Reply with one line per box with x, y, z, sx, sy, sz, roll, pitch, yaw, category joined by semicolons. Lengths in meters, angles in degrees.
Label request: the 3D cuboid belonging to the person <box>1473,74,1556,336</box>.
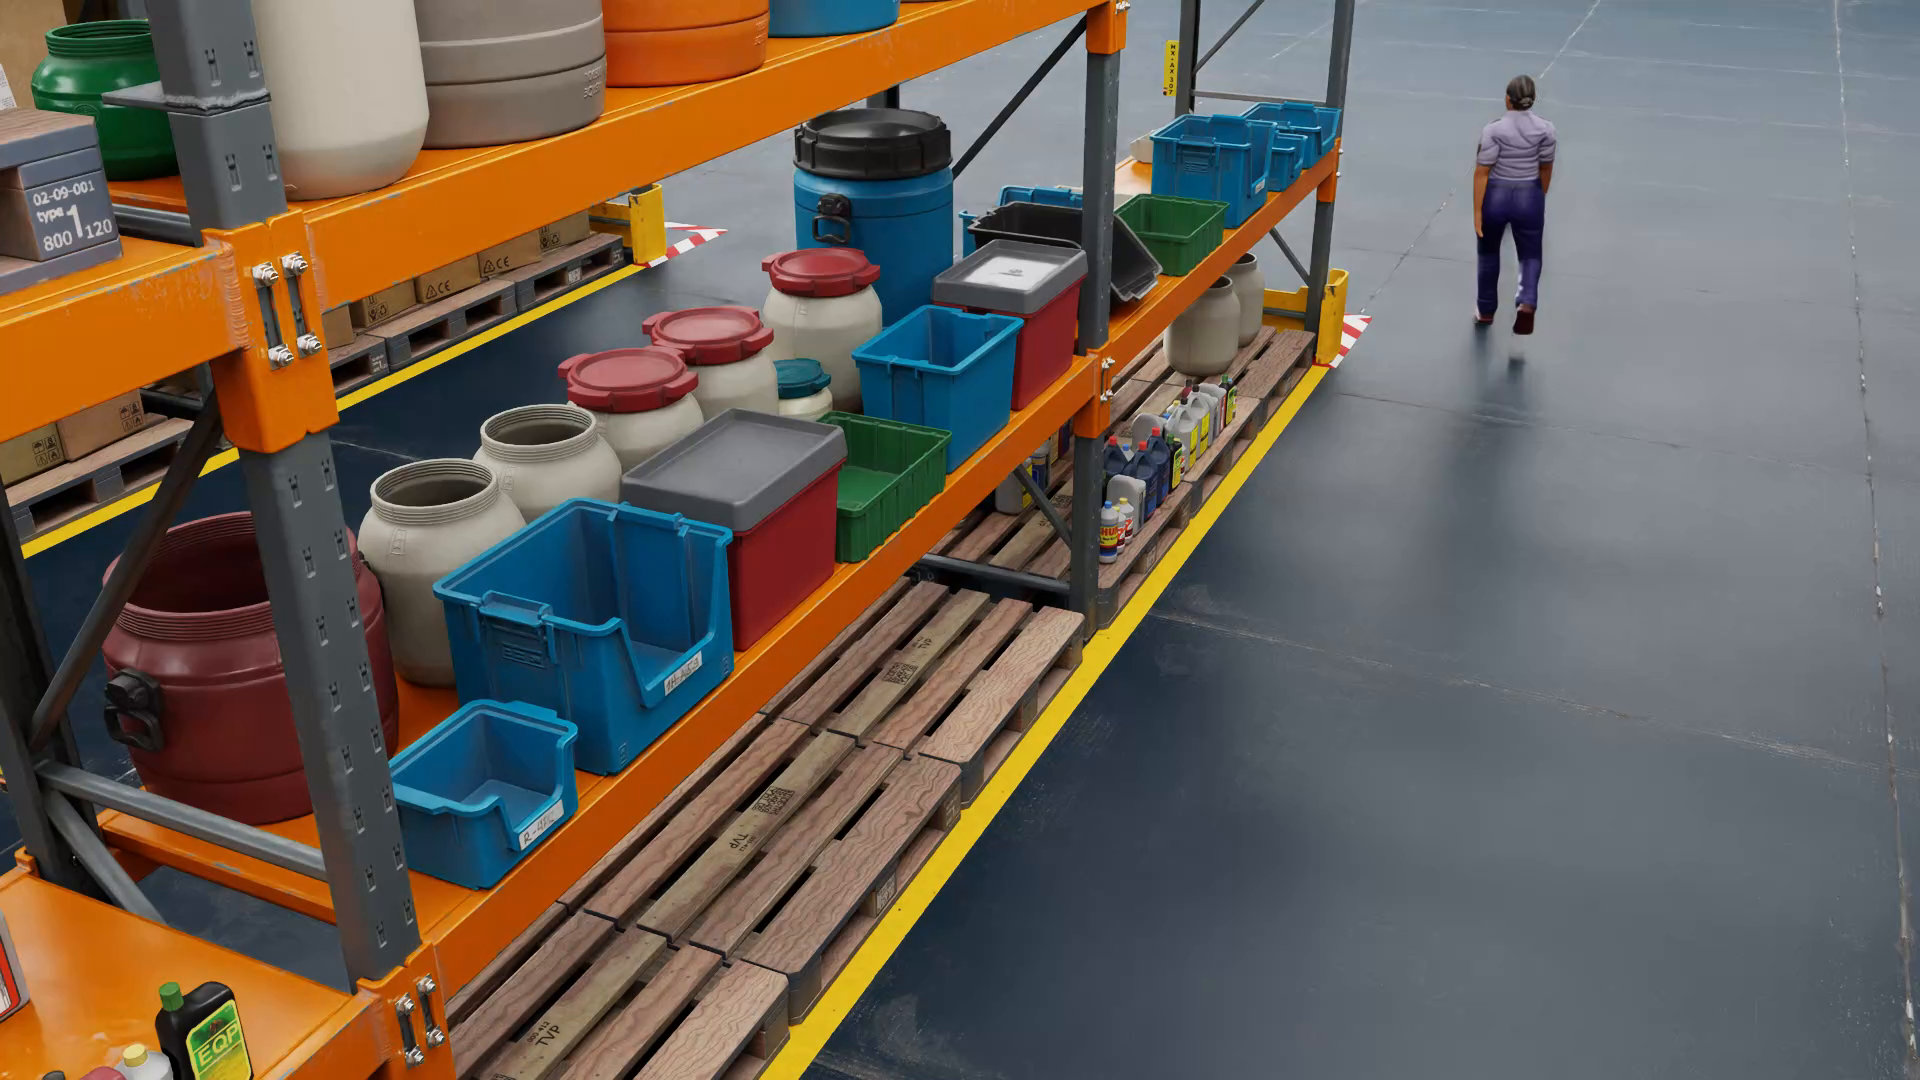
3.412;-2.064;10.317;0.492;1.616;0.814;6;27;13;person
